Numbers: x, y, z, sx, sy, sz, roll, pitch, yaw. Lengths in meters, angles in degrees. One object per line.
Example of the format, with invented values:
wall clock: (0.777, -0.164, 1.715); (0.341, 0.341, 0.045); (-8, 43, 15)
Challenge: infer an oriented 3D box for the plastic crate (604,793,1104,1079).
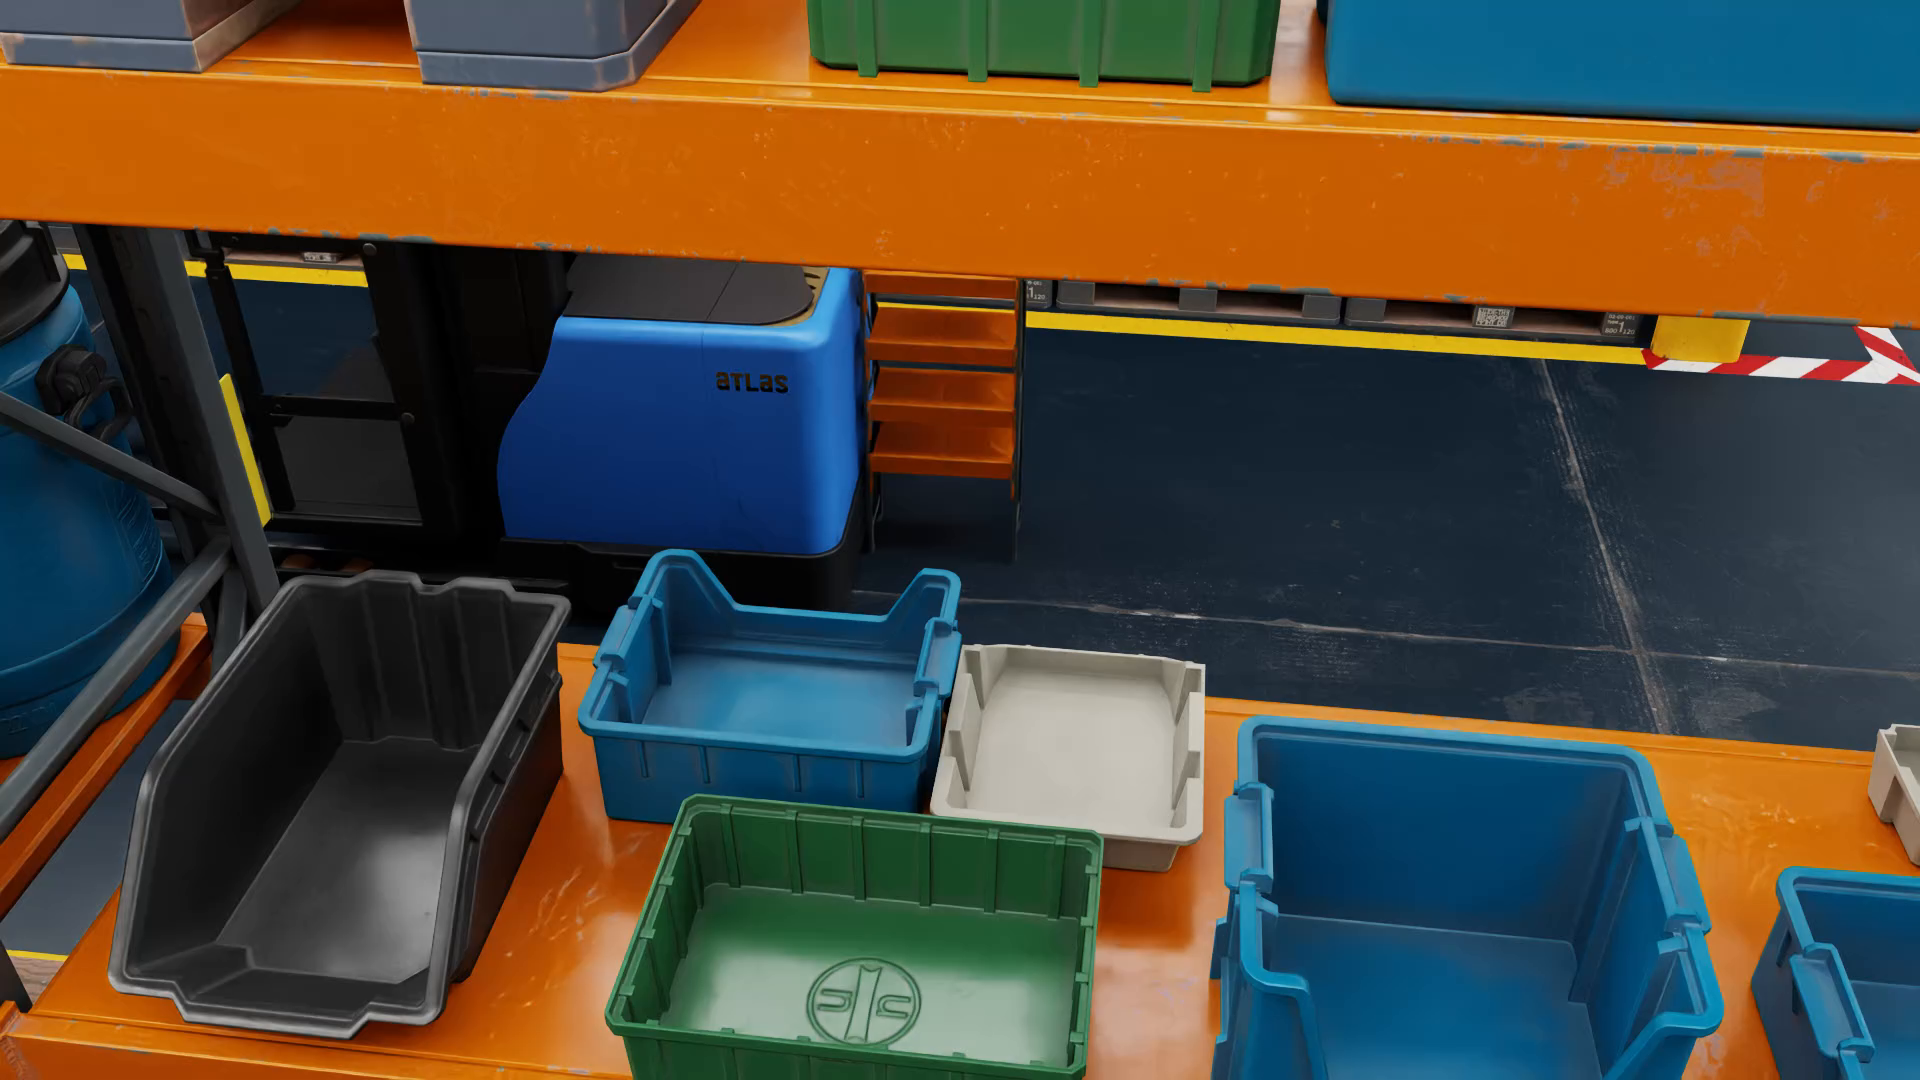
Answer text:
plastic crate: (-0.134, 0.629, 2.468); (0.662, 0.188, 0.450); (4, 36, 6)

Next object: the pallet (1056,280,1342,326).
pallet: (1.071, -1.321, 7.419); (1.213, 0.211, 1.003); (4, 36, 6)

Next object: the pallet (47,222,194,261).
pallet: (-4.006, -1.676, 7.917); (1.213, 0.211, 1.003); (4, 36, 6)

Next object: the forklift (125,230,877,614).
forklift: (-1.825, -1.270, 5.007); (3.031, 2.935, 1.130); (3, 36, 5)

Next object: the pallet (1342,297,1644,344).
pallet: (2.277, -1.229, 7.290); (1.213, 0.211, 1.003); (4, 36, 6)

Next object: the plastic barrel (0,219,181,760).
plastic barrel: (-1.789, -0.127, 2.914); (0.708, 0.901, 0.600); (4, 36, 6)

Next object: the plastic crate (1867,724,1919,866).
plastic crate: (1.677, 0.432, 2.790); (0.250, 0.136, 0.298); (4, 36, 6)

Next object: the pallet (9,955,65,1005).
pallet: (-2.228, 1.379, 3.636); (1.213, 0.211, 1.003); (4, 36, 6)

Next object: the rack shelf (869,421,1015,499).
rack shelf: (-0.048, -0.280, 5.567); (0.480, 0.148, 0.258); (3, 36, 5)

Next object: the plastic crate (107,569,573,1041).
plastic crate: (-0.941, 0.417, 2.637); (0.504, 0.338, 0.767); (4, 36, 6)

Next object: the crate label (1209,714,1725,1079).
crate label: (0.663, 0.581, 2.323); (0.616, 0.435, 0.502); (4, 36, 6)

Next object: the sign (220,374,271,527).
sign: (-1.363, -0.149, 3.138); (0.005, 0.325, 0.100); (4, 36, 6)

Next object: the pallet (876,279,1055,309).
pallet: (-0.143, -1.409, 7.543); (1.213, 0.211, 1.003); (4, 36, 6)

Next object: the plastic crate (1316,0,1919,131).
plastic crate: (0.593, -0.606, 1.449); (0.575, 0.384, 0.392); (4, 36, 6)

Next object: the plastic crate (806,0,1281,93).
plastic crate: (0.086, -0.581, 1.582); (0.450, 0.188, 0.336); (4, 36, 6)

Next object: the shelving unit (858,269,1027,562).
shelving unit: (-0.048, -0.496, 5.412); (0.503, 1.200, 0.258); (3, 36, 5)

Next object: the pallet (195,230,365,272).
pallet: (-2.799, -1.584, 7.788); (1.213, 0.211, 1.003); (4, 36, 6)

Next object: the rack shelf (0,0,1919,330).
rack shelf: (0.539, -0.500, 1.906); (4.000, 0.370, 1.077); (4, 36, 6)

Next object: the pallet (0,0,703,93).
pallet: (-0.716, -0.867, 1.963); (1.003, 0.211, 1.213); (4, 36, 6)

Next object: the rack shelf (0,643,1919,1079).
rack shelf: (0.539, 0.721, 2.777); (4.000, 0.370, 1.077); (4, 36, 6)

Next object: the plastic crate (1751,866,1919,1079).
plastic crate: (1.345, 0.721, 2.286); (0.408, 0.251, 0.499); (4, 36, 6)

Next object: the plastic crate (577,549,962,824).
plastic crate: (-0.312, 0.266, 2.923); (0.616, 0.251, 0.499); (4, 36, 6)

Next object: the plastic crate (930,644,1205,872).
plastic crate: (0.199, 0.362, 2.888); (0.437, 0.136, 0.530); (4, 36, 6)

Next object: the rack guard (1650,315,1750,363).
rack guard: (3.079, -1.266, 7.093); (0.348, 0.500, 1.175); (4, 36, 6)

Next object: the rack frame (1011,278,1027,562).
rack frame: (0.194, -0.482, 5.393); (0.015, 1.200, 0.240); (3, 36, 5)

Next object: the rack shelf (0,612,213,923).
rack shelf: (-3.428, 0.425, 3.192); (4.000, 0.370, 1.077); (4, 36, 6)

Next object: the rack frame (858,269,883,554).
rack frame: (-0.291, -0.510, 5.432); (0.015, 1.200, 0.240); (3, 36, 5)

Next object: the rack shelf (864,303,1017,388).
rack shelf: (-0.048, -0.624, 5.322); (0.480, 0.148, 0.258); (3, 36, 5)

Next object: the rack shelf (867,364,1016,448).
rack shelf: (-0.048, -0.441, 5.452); (0.480, 0.148, 0.258); (3, 36, 5)

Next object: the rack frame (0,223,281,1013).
rack frame: (-1.444, 0.280, 2.775); (0.127, 3.000, 1.000); (4, 36, 6)

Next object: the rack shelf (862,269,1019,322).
rack shelf: (-0.048, -0.816, 5.184); (0.480, 0.148, 0.258); (3, 36, 5)
